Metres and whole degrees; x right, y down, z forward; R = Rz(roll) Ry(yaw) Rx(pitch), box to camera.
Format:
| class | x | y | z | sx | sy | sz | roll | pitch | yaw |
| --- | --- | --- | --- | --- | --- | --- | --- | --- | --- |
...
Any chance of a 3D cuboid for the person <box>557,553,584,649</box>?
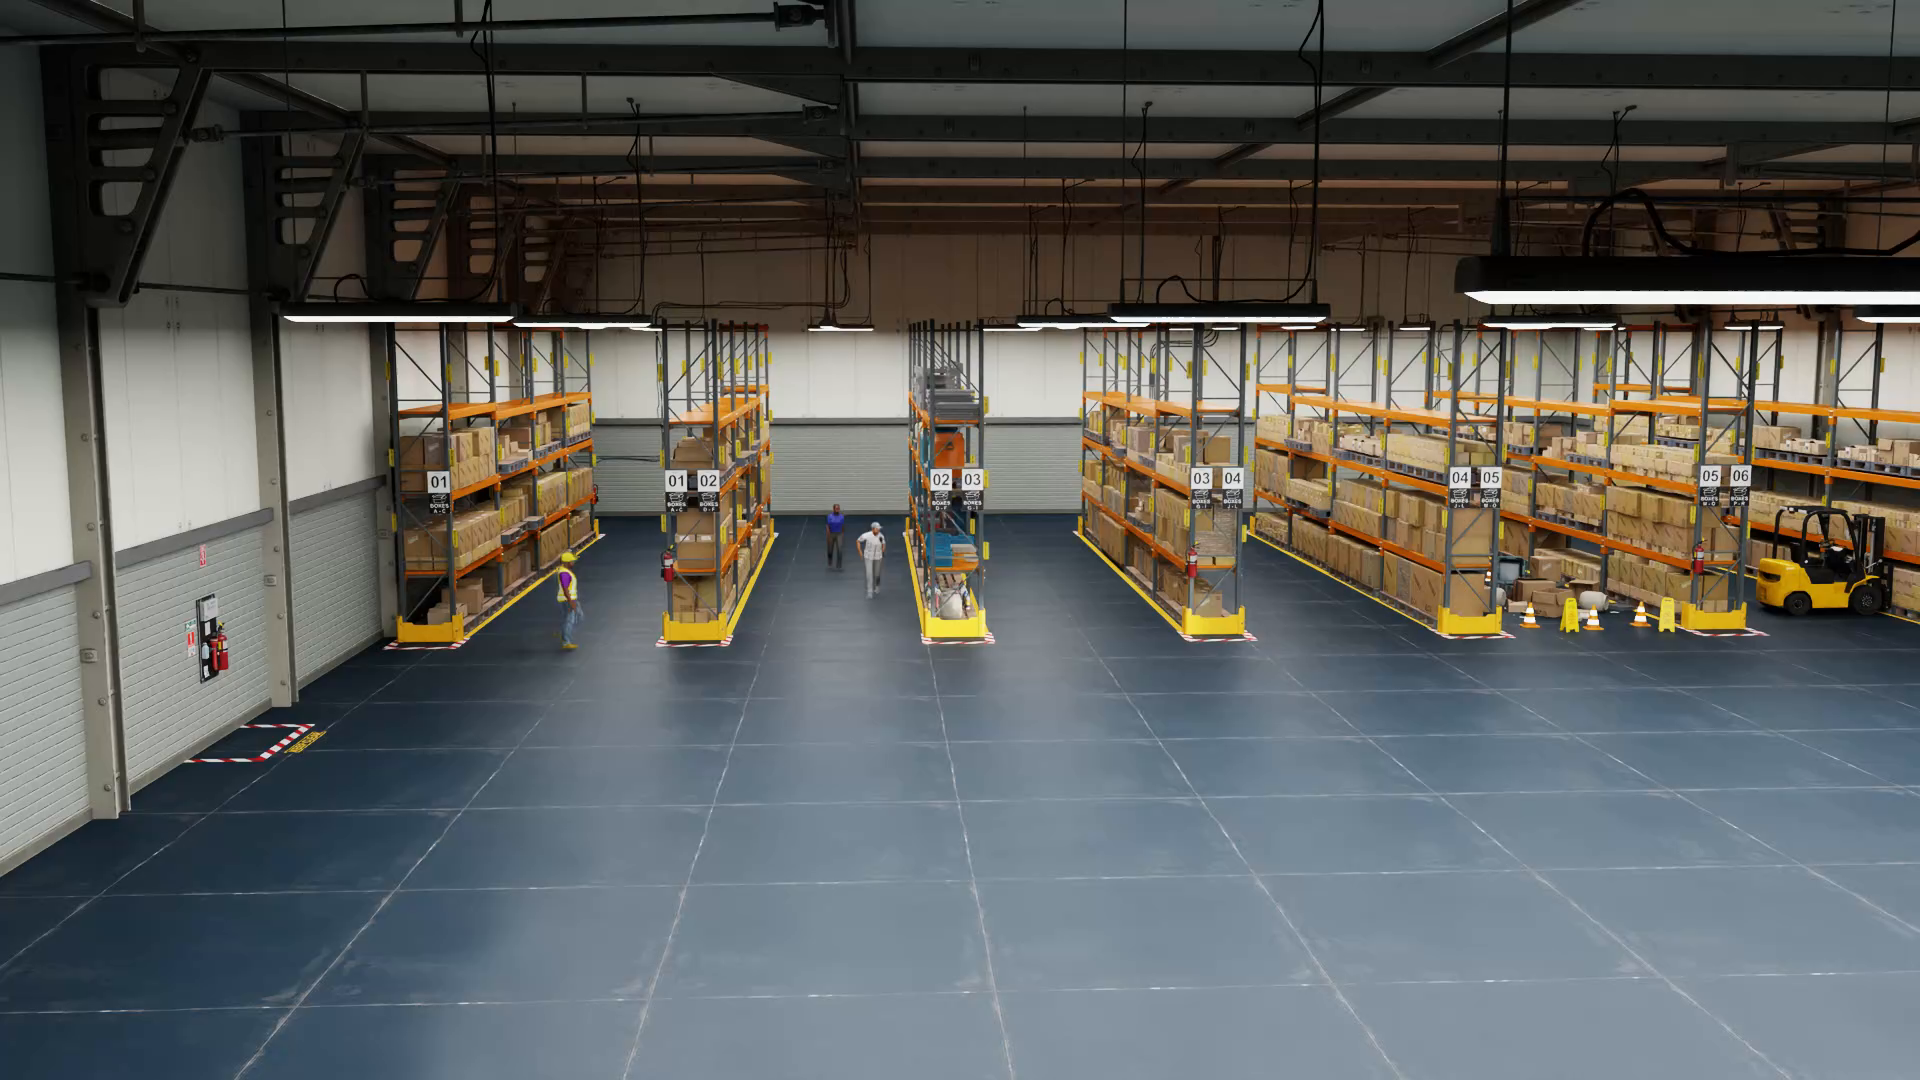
| class | x | y | z | sx | sy | sz | roll | pitch | yaw |
| --- | --- | --- | --- | --- | --- | --- | --- | --- | --- |
| person | -7.125 | 1.106 | 30.193 | 0.476 | 1.756 | 0.546 | 1 | 7 | 5 |

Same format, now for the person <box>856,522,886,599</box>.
| class | x | y | z | sx | sy | sz | roll | pitch | yaw |
| --- | --- | --- | --- | --- | --- | --- | --- | --- | --- |
| person | -1.938 | 0.412 | 36.242 | 0.642 | 1.616 | 0.993 | 0 | 7 | 0 |

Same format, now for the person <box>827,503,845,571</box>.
| class | x | y | z | sx | sy | sz | roll | pitch | yaw |
| --- | --- | --- | --- | --- | --- | --- | --- | --- | --- |
| person | -3.019 | -0.079 | 40.423 | 0.444 | 1.613 | 0.665 | -1 | 7 | -6 |

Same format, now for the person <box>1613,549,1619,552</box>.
| class | x | y | z | sx | sy | sz | roll | pitch | yaw |
| --- | --- | --- | --- | --- | --- | --- | --- | --- | --- |
| person | 17.399 | -0.480 | 43.706 | 0.429 | 1.652 | 0.505 | 2 | 7 | 14 |
